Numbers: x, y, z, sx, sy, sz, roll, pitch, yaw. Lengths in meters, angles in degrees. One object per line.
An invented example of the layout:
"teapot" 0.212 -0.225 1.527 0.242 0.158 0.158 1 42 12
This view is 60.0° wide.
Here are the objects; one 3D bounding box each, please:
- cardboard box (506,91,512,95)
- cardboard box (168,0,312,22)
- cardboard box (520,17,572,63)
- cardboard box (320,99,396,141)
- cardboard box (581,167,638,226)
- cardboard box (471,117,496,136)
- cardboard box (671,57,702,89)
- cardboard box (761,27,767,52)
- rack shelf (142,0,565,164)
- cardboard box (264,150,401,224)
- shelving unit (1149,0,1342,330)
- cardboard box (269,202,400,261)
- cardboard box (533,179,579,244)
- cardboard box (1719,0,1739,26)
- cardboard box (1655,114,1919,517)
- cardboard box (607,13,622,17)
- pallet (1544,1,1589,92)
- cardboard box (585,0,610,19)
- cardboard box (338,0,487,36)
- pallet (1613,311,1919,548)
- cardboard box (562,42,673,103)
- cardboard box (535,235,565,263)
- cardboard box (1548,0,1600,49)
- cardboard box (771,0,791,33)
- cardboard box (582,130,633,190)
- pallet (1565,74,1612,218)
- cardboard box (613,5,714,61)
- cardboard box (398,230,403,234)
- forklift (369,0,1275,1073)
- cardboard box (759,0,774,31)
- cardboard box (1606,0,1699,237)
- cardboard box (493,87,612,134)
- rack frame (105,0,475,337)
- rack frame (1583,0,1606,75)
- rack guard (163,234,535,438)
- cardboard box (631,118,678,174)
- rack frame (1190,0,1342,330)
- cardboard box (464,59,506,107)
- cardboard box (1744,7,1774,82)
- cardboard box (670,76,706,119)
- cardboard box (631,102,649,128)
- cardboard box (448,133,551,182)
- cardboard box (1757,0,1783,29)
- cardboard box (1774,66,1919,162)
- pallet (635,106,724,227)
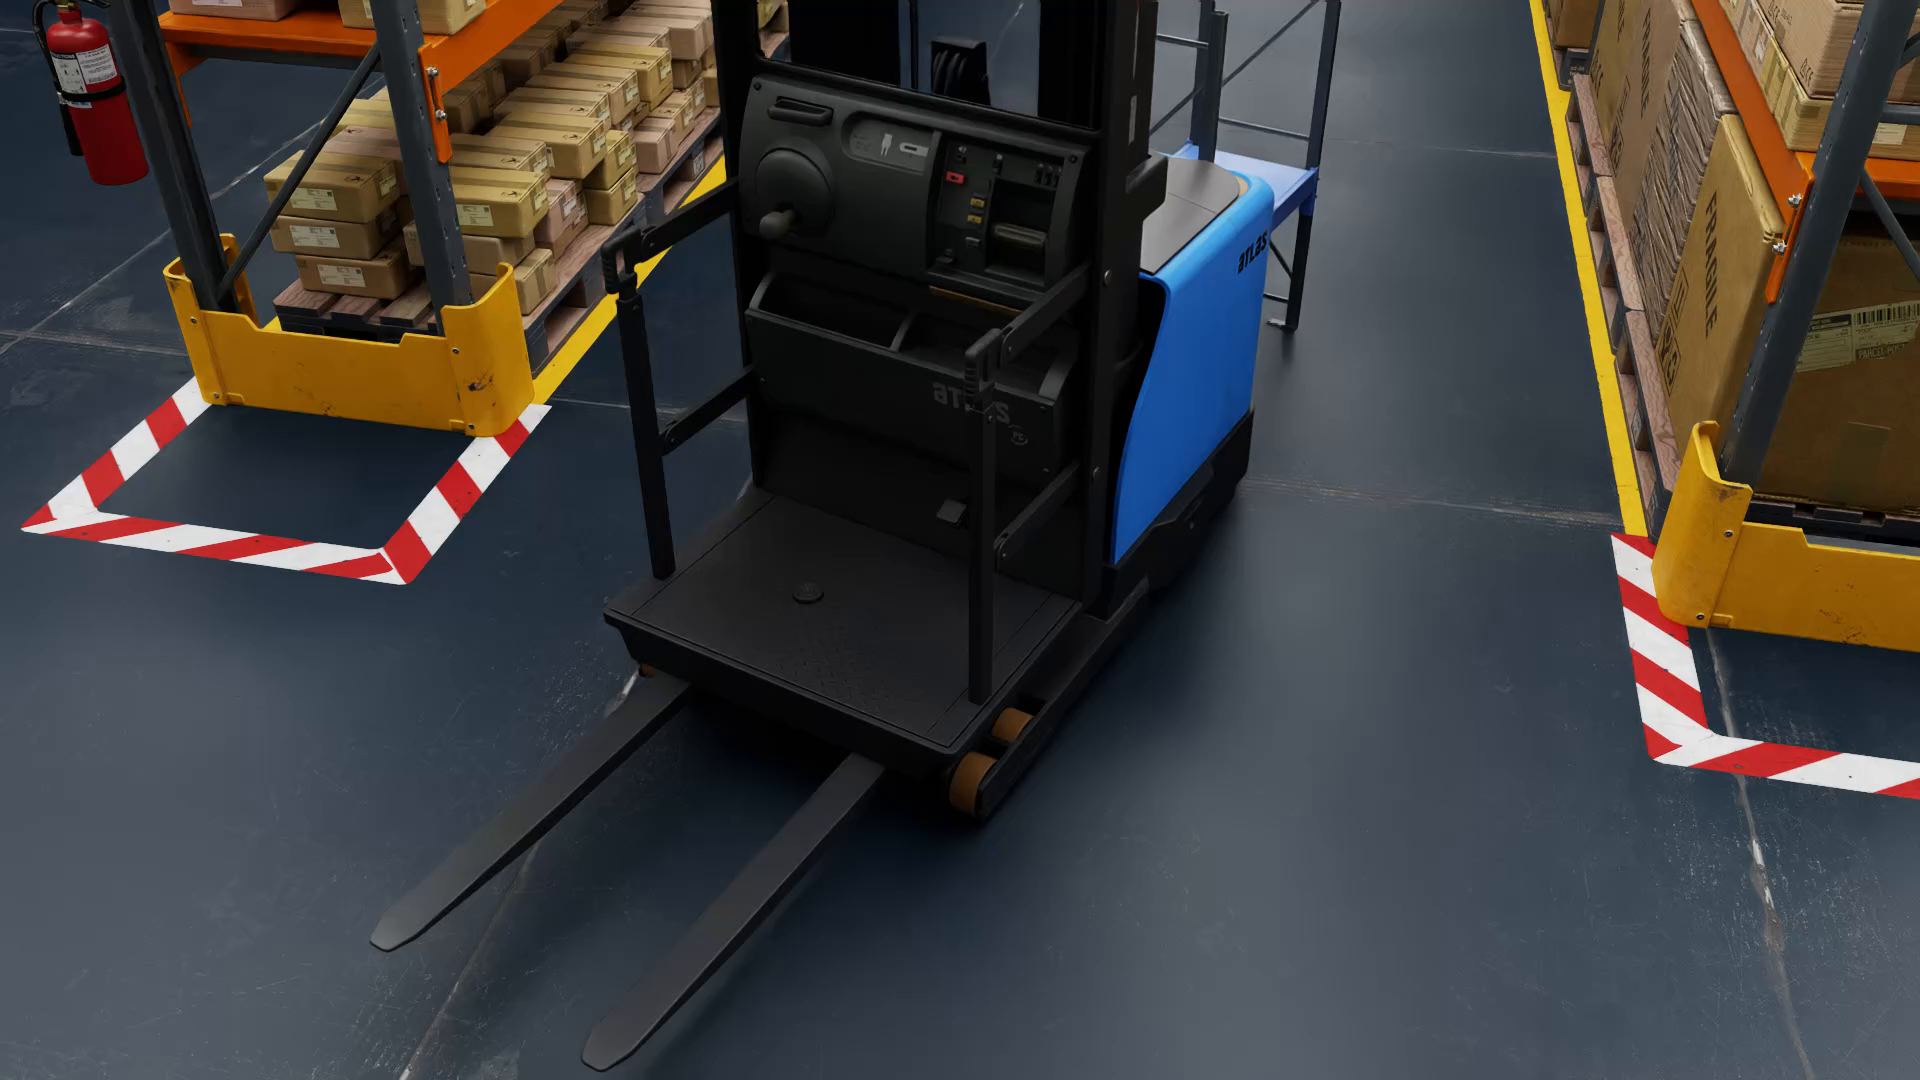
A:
"cardboard box" -2.022 -1.904 7.140 0.380 0.149 0.250 9 37 12
"cardboard box" -2.343 -1.809 5.404 0.380 0.149 0.250 7 37 10
"cardboard box" -1.917 -2.174 7.258 0.380 0.149 0.250 7 37 10
"cardboard box" -2.230 -1.582 6.441 0.380 0.149 0.250 7 36 9
"cardboard box" -1.528 -1.401 6.698 0.380 0.149 0.250 8 37 11
"cardboard box" -2.035 -1.602 6.723 0.380 0.149 0.250 7 37 9
"cardboard box" -1.386 -2.154 7.484 0.380 0.149 0.250 6 36 8
"cardboard box" -1.164 -2.432 8.121 0.380 0.149 0.250 6 36 8
"rack shelf" -1.709 -2.544 6.817 1.077 0.370 4.000 7 37 10
"cardboard box" -2.271 -1.281 6.025 0.380 0.149 0.250 8 37 11
"shelving unit" 0.813 -1.236 5.677 0.538 1.500 1.048 19 40 25
"cardboard box" -2.302 -1.163 6.117 0.380 0.149 0.250 6 36 9
"cardboard box" -1.660 -1.243 6.227 0.380 0.149 0.250 7 37 10
"cardboard box" 2.659 -1.738 5.307 0.380 0.149 0.250 7 36 9
"cardboard box" 2.746 -0.696 5.107 0.875 0.875 0.875 7 37 10
"cardboard box" -1.716 -2.495 7.955 0.380 0.149 0.250 6 36 8
"pallet" 3.633 -2.625 8.692 1.003 0.211 1.213 7 37 10
"cardboard box" -1.848 -2.477 7.676 0.380 0.149 0.250 8 37 11
"cardboard box" -1.747 -1.732 5.297 0.380 0.149 0.250 7 37 10
"pallet" 2.782 -0.348 5.551 1.003 0.211 1.213 7 37 10
"cardboard box" -1.431 -1.960 6.963 0.380 0.149 0.250 8 37 11
"cardboard box" -1.736 -1.125 6.318 0.380 0.149 0.250 7 37 10
"cardboard box" 3.659 -2.981 8.260 1.225 0.875 0.875 7 37 10
"cardboard box" -1.033 -2.730 8.532 0.380 0.149 0.250 8 37 11
"cardboard box" -1.533 -1.528 6.620 0.380 0.149 0.250 8 37 11
"pallet" 3.303 -1.747 7.481 1.003 0.211 1.213 7 37 10
"cardboard box" -1.311 -2.245 7.356 0.380 0.149 0.250 6 36 8
"cardboard box" -2.272 -1.192 6.411 0.380 0.149 0.250 8 37 11
"forklift" -0.242 -0.788 3.840 1.130 2.935 3.031 19 40 24
"cardboard box" -1.124 -2.585 8.079 0.380 0.149 0.250 6 36 8
"cardboard box" 3.131 -1.728 6.530 0.875 0.875 0.875 7 37 10
"cardboard box" -1.600 -1.657 6.545 0.380 0.149 0.250 6 36 8
"rack frame" -2.136 -1.689 5.024 1.000 3.000 0.127 7 37 10
"rack frame" 3.542 -3.302 7.250 1.000 3.000 0.127 7 37 10
"rack guard" -2.120 -0.720 5.818 1.175 0.500 0.348 7 37 10
"cardboard box" -1.428 -1.691 7.099 0.380 0.149 0.250 6 36 8
"rack frame" 1.075 -1.492 6.030 0.500 1.500 0.032 19 40 25
"cardboard box" -2.110 -1.883 6.857 0.380 0.149 0.250 9 37 12
"cardboard box" 2.551 -1.446 4.904 0.380 0.149 0.250 7 37 10
"cardboard box" -1.375 -1.996 7.519 0.380 0.149 0.250 8 37 11
"cardboard box" -1.552 -1.853 7.068 0.380 0.149 0.250 9 37 12
"cardboard box" -1.751 -1.376 6.157 0.380 0.149 0.250 8 37 11
"cardboard box" 2.641 -1.671 4.873 0.500 0.250 0.500 7 36 9
"cardboard box" 2.442 -1.153 4.499 0.380 0.149 0.250 8 37 11
"pallet" -1.649 -1.762 7.501 1.003 0.211 1.213 7 37 10
